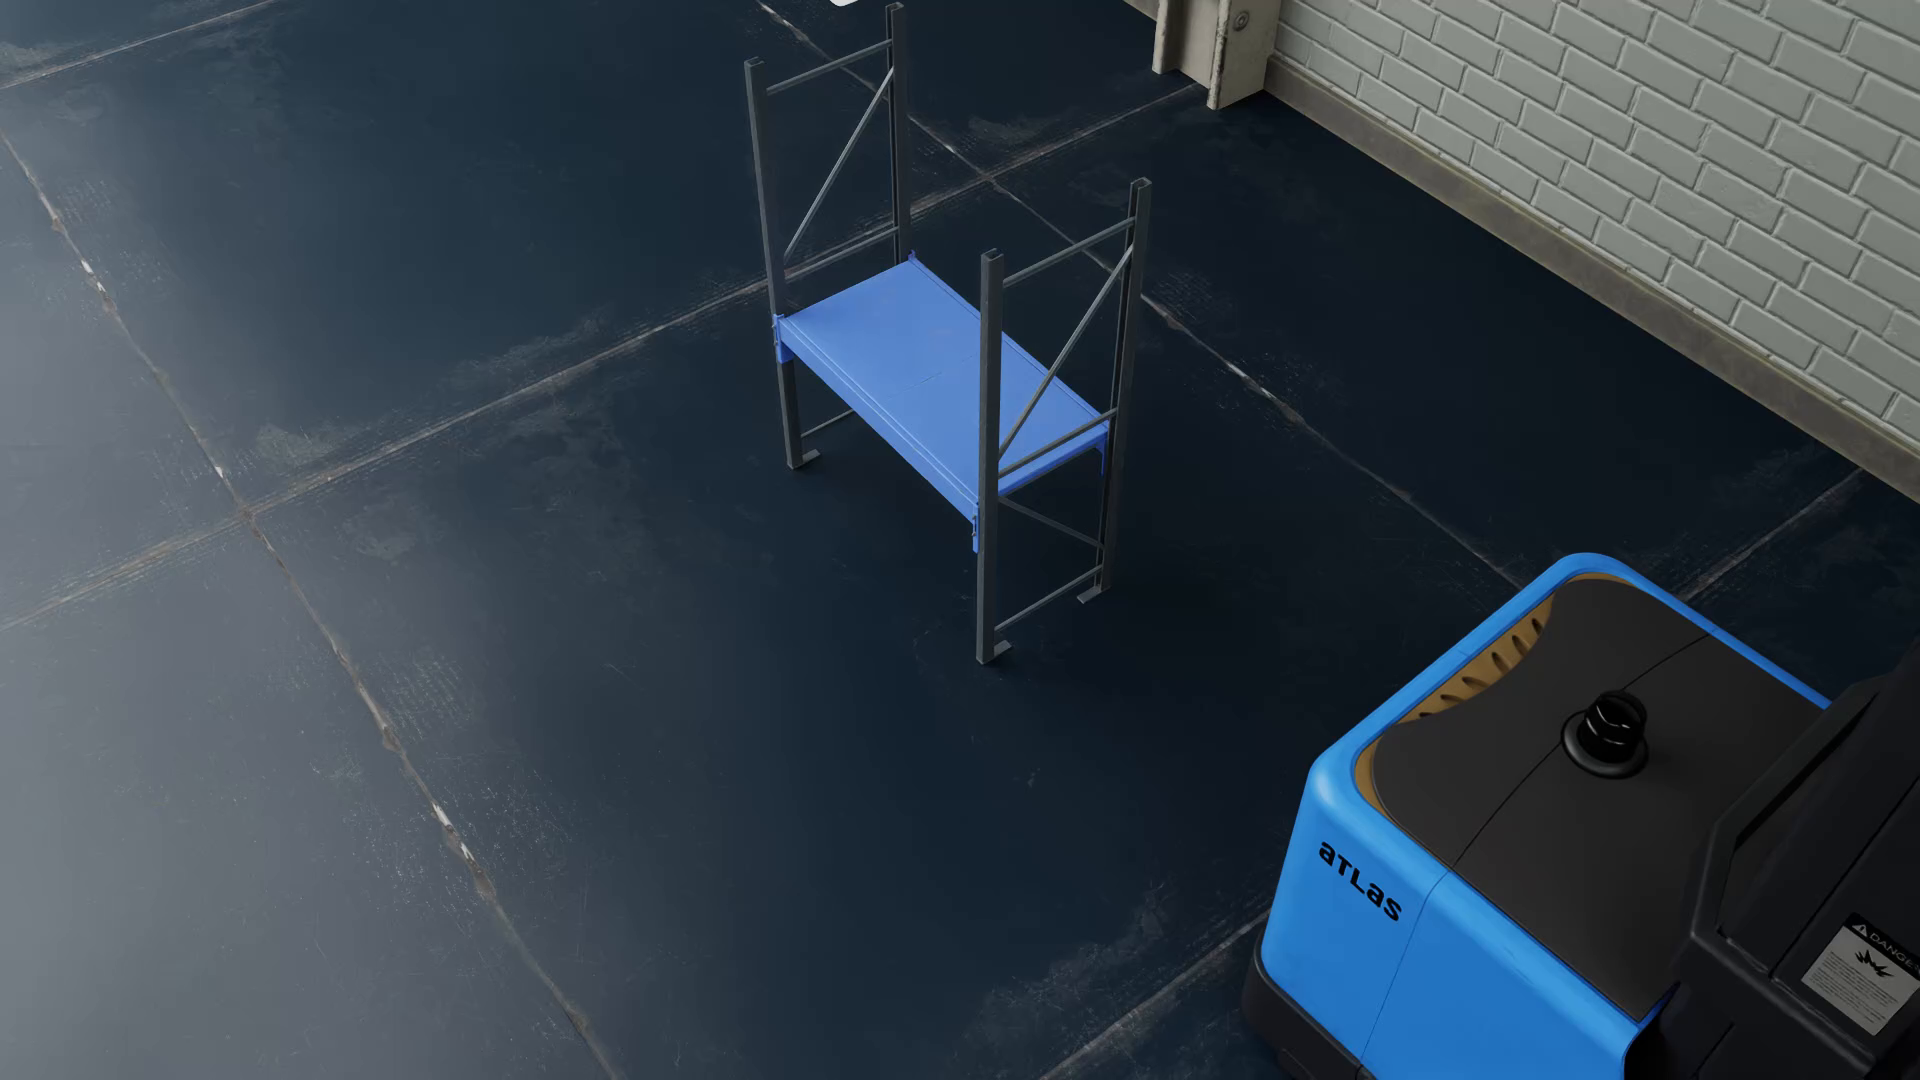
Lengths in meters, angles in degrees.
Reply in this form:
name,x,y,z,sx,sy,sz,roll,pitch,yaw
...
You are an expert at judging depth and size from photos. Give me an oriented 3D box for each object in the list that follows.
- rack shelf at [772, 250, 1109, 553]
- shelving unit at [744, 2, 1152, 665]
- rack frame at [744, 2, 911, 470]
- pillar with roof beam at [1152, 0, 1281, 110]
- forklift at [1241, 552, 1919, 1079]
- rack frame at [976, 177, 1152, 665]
name,x,y,z,sx,sy,sz,roll,pitch,yaw
rack shelf,-0.052,-0.433,4.873,0.538,0.185,1.000,-29,54,-24
shelving unit,-0.052,-0.554,4.740,0.538,1.500,1.048,-29,54,-24
rack frame,-0.359,-0.854,5.012,0.500,1.500,0.032,-29,54,-24
pillar with roof beam,-2.372,-3.046,1.937,9.100,9.000,0.400,-29,54,-24
forklift,2.039,0.800,2.546,1.130,2.935,3.031,-33,56,-26
rack frame,0.256,-0.254,4.468,0.500,1.500,0.032,-29,54,-24
